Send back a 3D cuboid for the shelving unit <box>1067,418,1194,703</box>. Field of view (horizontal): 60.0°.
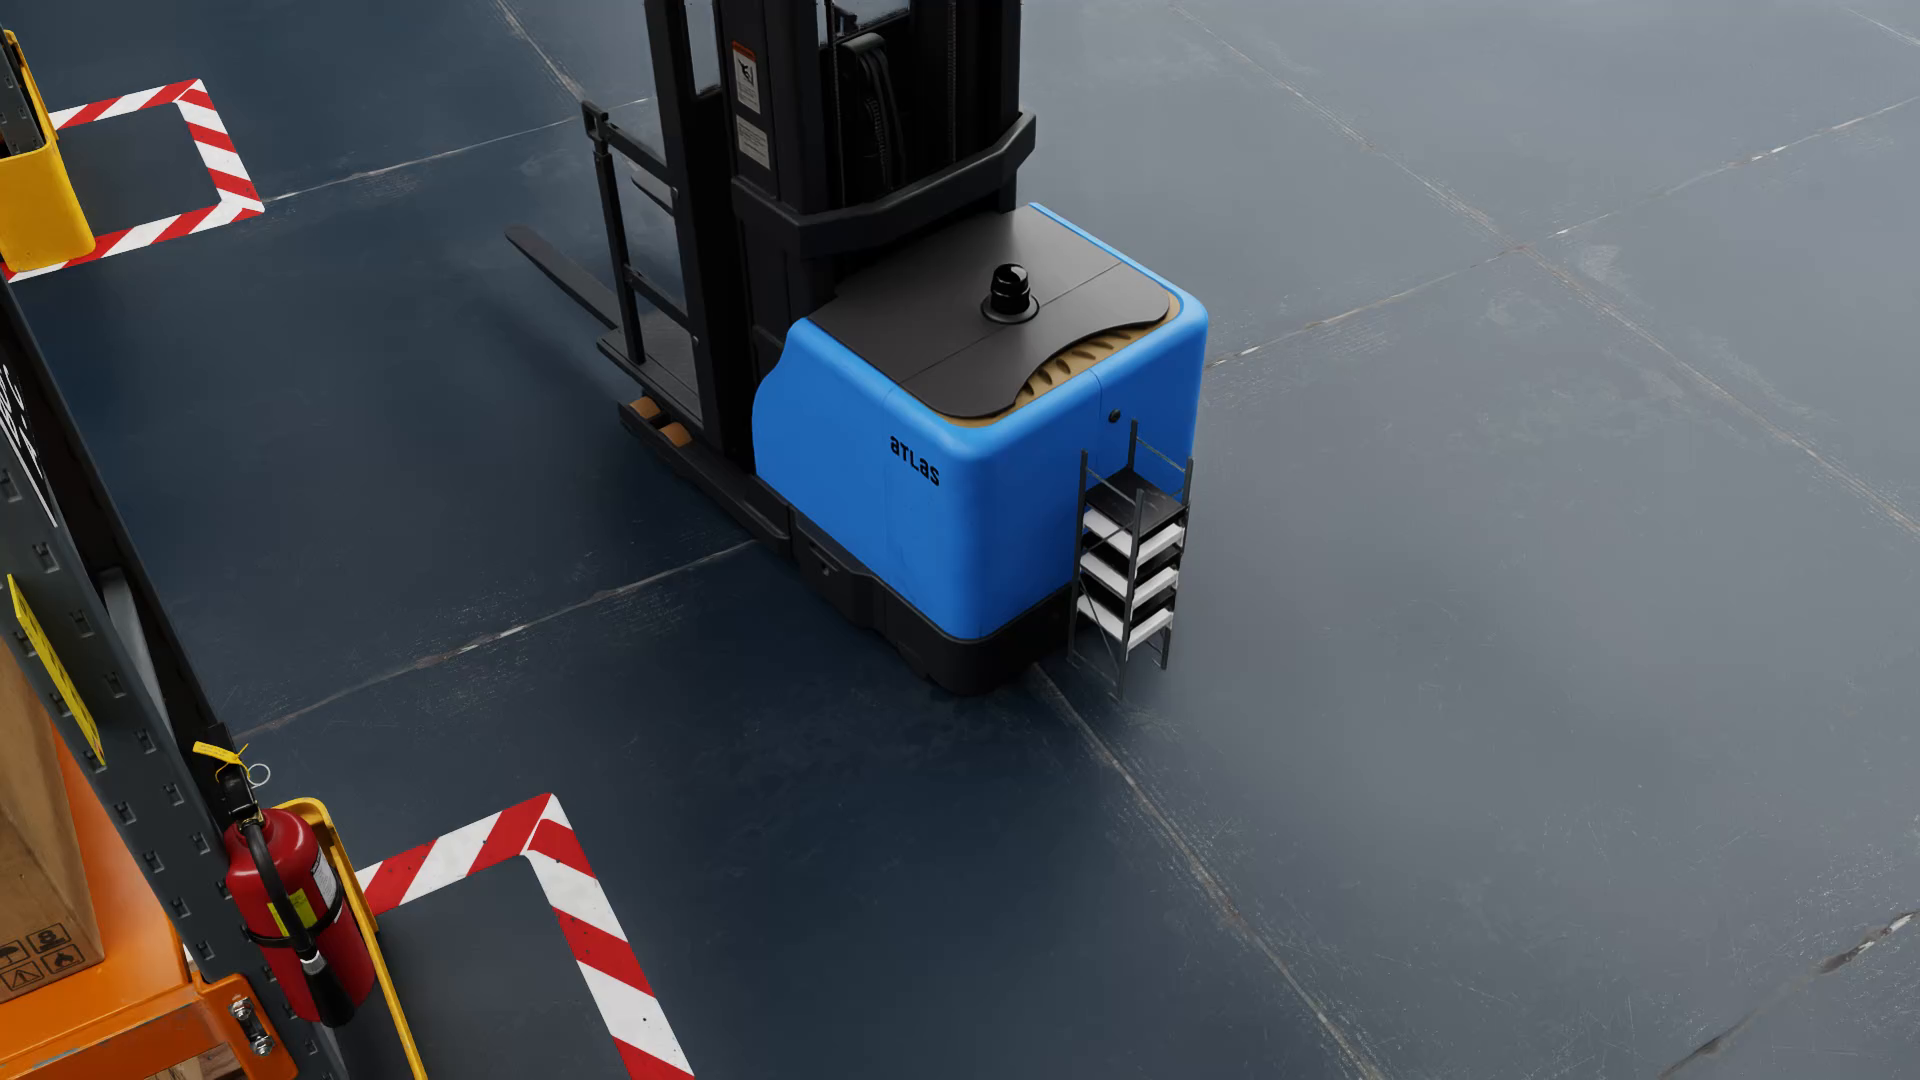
[{"bbox_3d":[0.503,0.080,5.021,0.210,0.900,0.258,-32,53,-28],"label":"shelving unit"}]

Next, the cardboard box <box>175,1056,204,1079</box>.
[{"bbox_3d":[-2.135,1.246,3.985,0.500,0.250,0.500,-22,48,-21],"label":"cardboard box"}]

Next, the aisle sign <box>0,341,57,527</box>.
[{"bbox_3d":[-1.356,-0.420,2.162,0.004,0.787,0.394,-22,48,-21],"label":"aisle sign"}]

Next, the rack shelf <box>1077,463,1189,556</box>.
[{"bbox_3d":[0.503,-0.090,4.856,0.200,0.077,0.258,-32,53,-28],"label":"rack shelf"}]

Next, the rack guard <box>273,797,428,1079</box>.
[{"bbox_3d":[-1.538,1.247,4.106,0.348,0.500,1.175,-22,48,-21],"label":"rack guard"}]

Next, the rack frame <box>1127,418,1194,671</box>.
[{"bbox_3d":[0.579,0.033,5.070,0.006,0.900,0.240,-32,53,-28],"label":"rack frame"}]

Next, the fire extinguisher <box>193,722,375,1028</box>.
[{"bbox_3d":[-1.225,0.626,3.007,0.183,0.674,0.296,-22,48,-21],"label":"fire extinguisher"}]

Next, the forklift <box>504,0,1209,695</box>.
[{"bbox_3d":[-0.595,-1.519,5.211,1.130,2.935,3.031,-32,52,-28],"label":"forklift"}]

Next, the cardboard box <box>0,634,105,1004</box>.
[{"bbox_3d":[-1.970,0.477,3.033,0.500,0.500,0.700,-22,48,-21],"label":"cardboard box"}]

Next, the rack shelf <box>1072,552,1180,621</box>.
[{"bbox_3d":[0.502,0.104,5.045,0.200,0.077,0.258,-32,53,-28],"label":"rack shelf"}]

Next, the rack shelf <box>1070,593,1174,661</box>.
[{"bbox_3d":[0.502,0.233,5.170,0.200,0.077,0.258,-32,53,-28],"label":"rack shelf"}]

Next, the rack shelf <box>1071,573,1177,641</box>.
[{"bbox_3d":[0.502,0.168,5.107,0.200,0.077,0.258,-32,53,-28],"label":"rack shelf"}]

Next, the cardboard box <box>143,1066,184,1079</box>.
[{"bbox_3d":[-1.876,1.291,3.400,0.500,0.500,0.500,-22,48,-21],"label":"cardboard box"}]

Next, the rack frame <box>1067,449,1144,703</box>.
[{"bbox_3d":[0.426,0.127,4.973,0.006,0.900,0.240,-32,53,-28],"label":"rack frame"}]

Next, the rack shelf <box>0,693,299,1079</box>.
[{"bbox_3d":[-3.293,1.311,2.762,4.000,0.370,1.077,-22,48,-21],"label":"rack shelf"}]

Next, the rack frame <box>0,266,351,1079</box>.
[{"bbox_3d":[-1.559,0.359,3.227,0.127,3.000,1.000,-22,48,-21],"label":"rack frame"}]

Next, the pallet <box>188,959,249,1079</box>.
[{"bbox_3d":[-2.201,1.650,3.898,1.213,0.211,1.003,-22,48,-21],"label":"pallet"}]

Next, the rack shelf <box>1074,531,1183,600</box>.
[{"bbox_3d":[0.503,0.039,4.982,0.200,0.077,0.258,-32,53,-28],"label":"rack shelf"}]

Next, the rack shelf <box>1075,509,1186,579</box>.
[{"bbox_3d":[0.503,-0.025,4.919,0.200,0.077,0.258,-32,53,-28],"label":"rack shelf"}]

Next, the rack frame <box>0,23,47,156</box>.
[{"bbox_3d":[-4.024,-2.634,6.310,0.127,3.000,1.000,-22,48,-21],"label":"rack frame"}]

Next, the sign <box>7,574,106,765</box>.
[{"bbox_3d":[-1.301,0.190,2.398,0.005,0.325,0.100,-22,48,-21],"label":"sign"}]

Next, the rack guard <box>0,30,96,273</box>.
[{"bbox_3d":[-4.066,-1.682,7.124,0.348,0.500,1.175,-22,48,-21],"label":"rack guard"}]
